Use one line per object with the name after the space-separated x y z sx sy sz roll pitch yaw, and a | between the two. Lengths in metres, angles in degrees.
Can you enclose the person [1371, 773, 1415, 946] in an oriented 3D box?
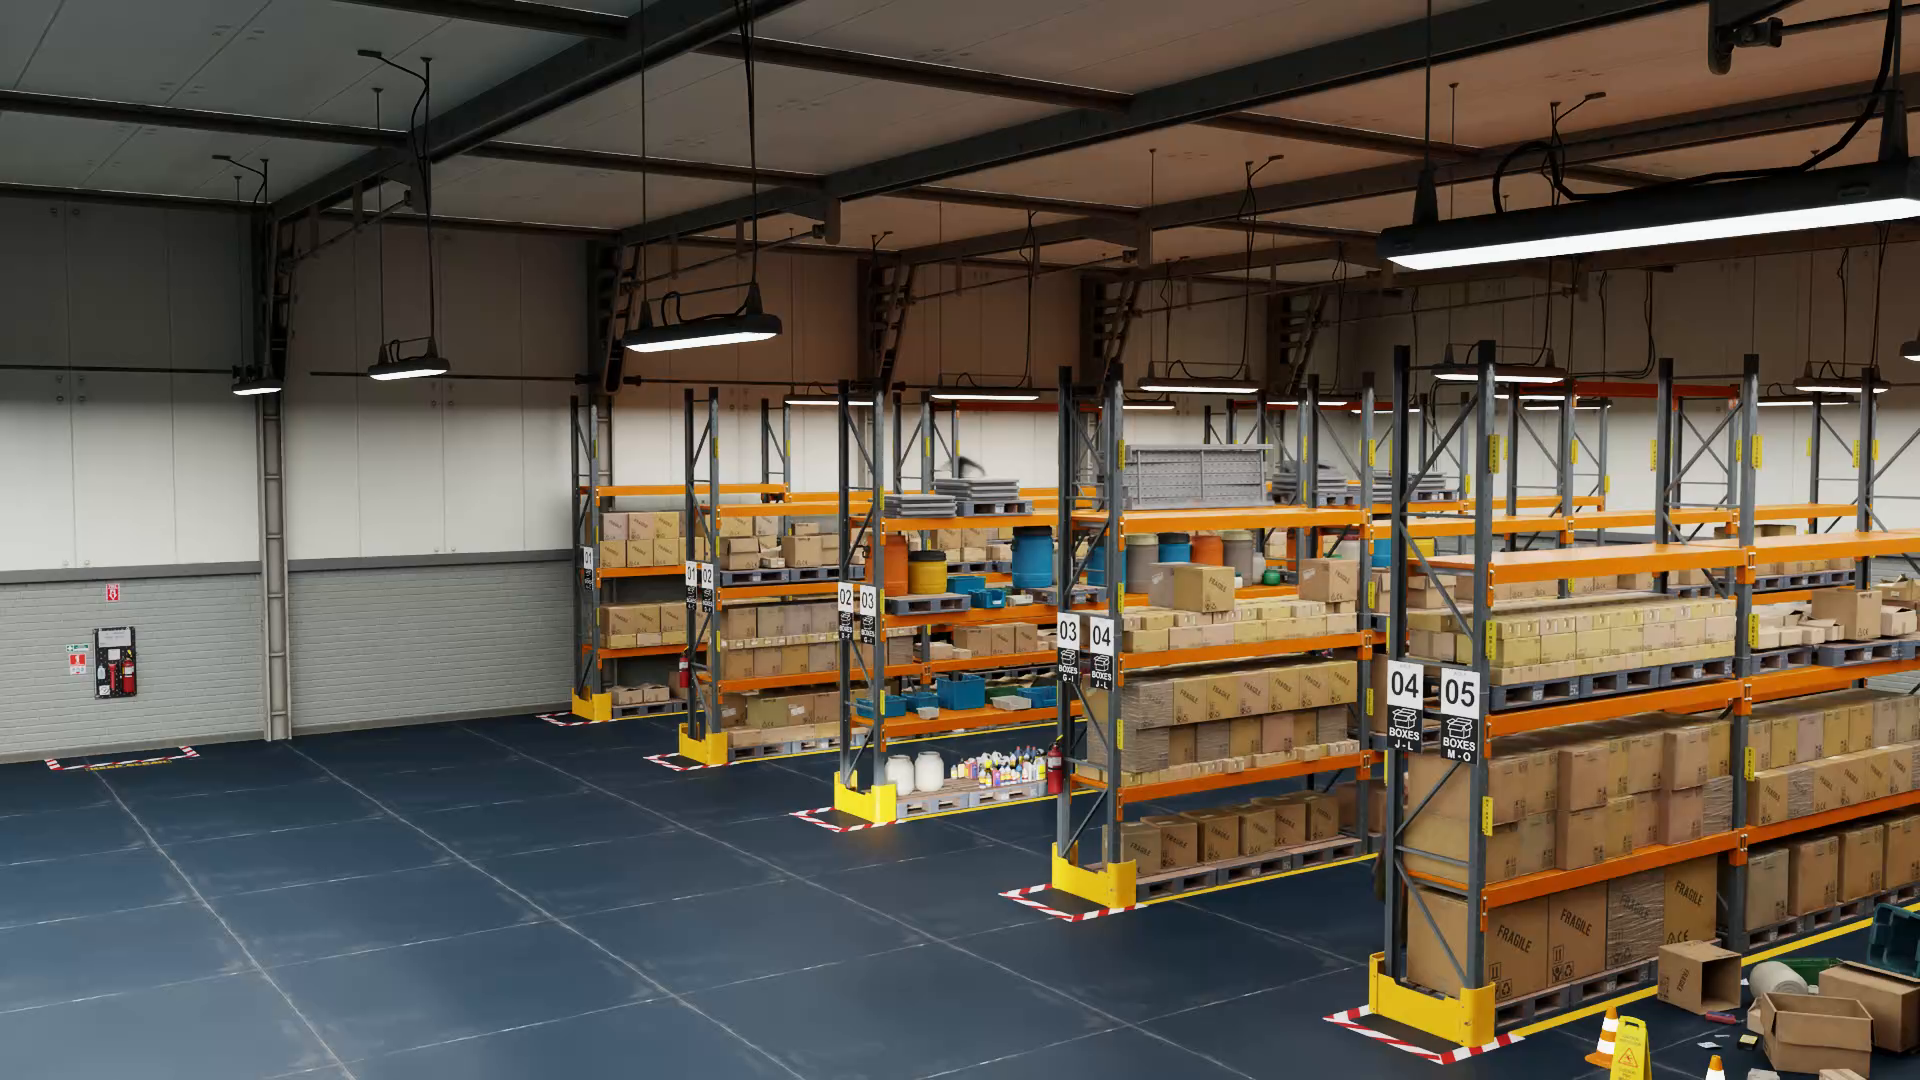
4.551 3.246 17.014 0.622 1.769 0.700 -1 4 -23 | person
